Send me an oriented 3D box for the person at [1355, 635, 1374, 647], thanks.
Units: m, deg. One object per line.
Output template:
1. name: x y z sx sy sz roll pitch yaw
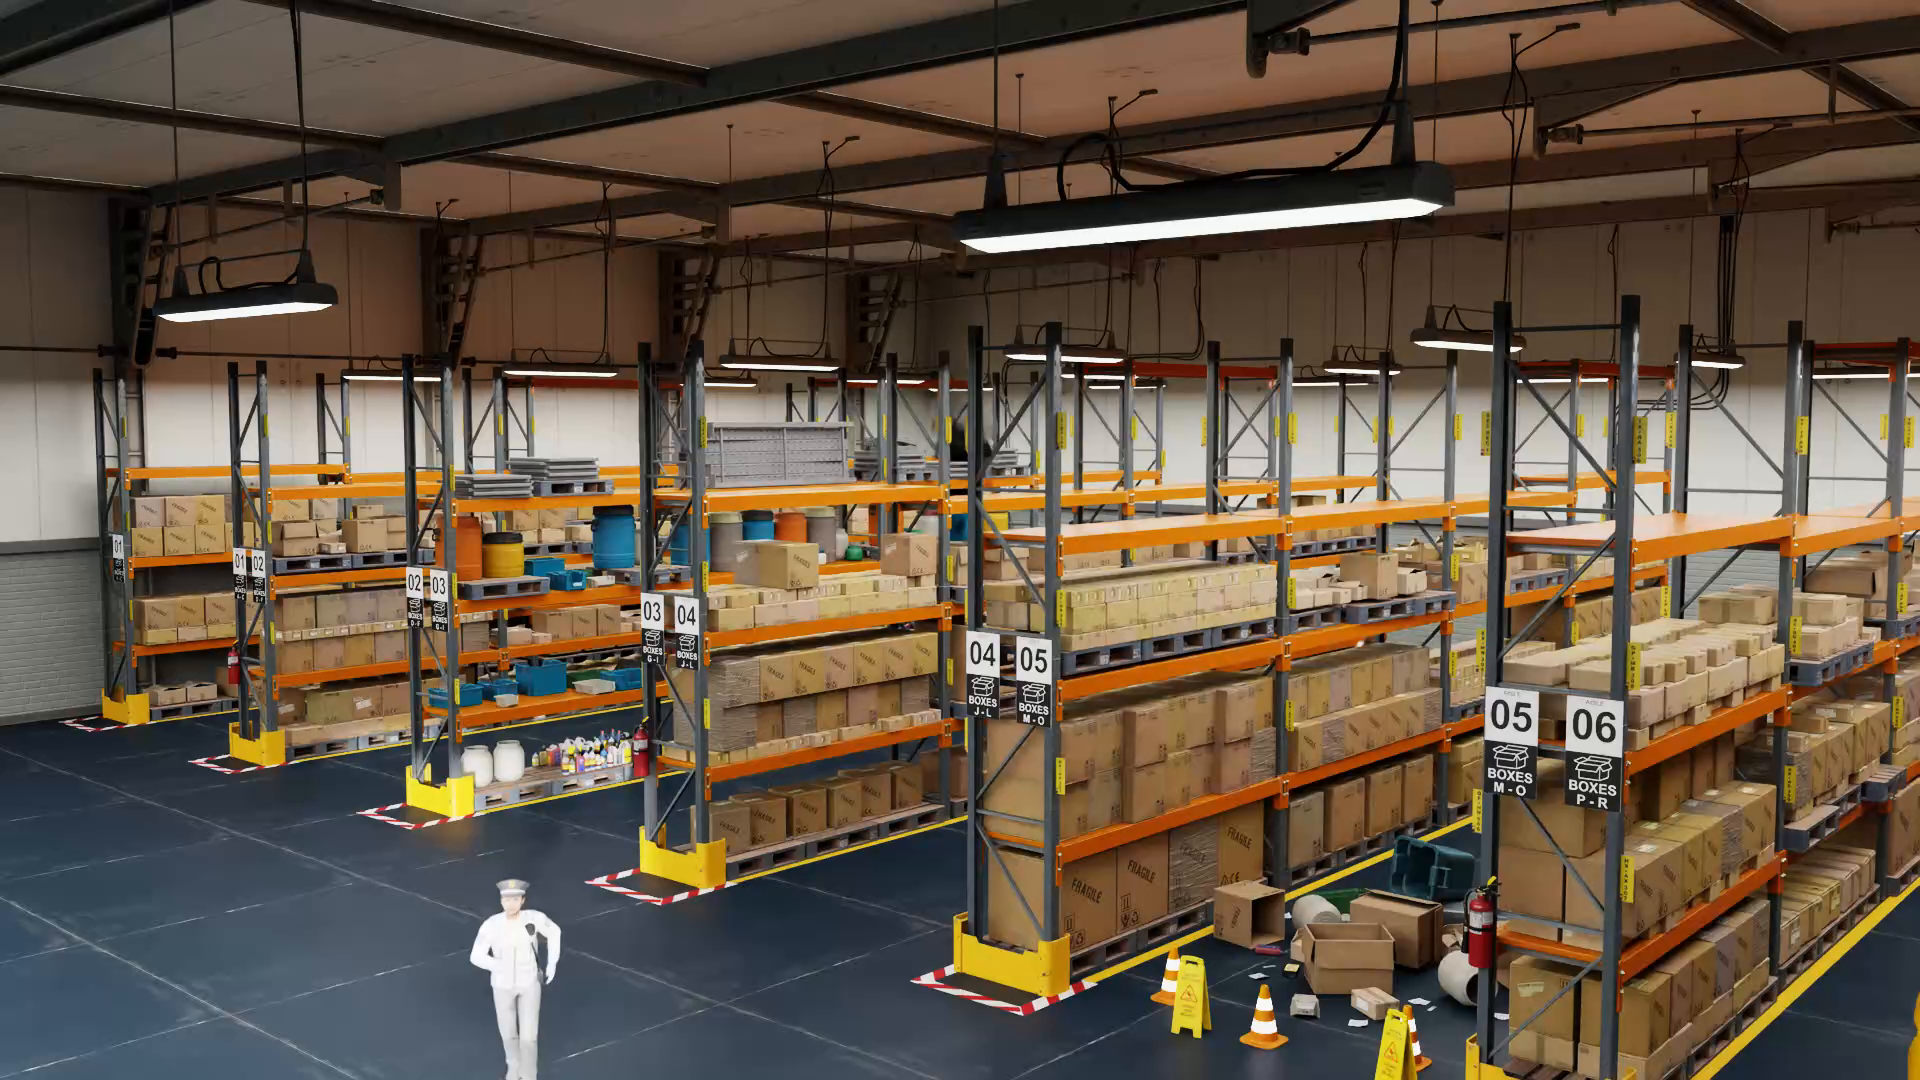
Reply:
1. person: 6.597 2.268 26.927 0.687 1.764 1.003 3 5 37

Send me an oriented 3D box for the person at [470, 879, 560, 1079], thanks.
1. person: -3.347 3.399 12.536 0.632 1.755 0.724 -1 4 -9
